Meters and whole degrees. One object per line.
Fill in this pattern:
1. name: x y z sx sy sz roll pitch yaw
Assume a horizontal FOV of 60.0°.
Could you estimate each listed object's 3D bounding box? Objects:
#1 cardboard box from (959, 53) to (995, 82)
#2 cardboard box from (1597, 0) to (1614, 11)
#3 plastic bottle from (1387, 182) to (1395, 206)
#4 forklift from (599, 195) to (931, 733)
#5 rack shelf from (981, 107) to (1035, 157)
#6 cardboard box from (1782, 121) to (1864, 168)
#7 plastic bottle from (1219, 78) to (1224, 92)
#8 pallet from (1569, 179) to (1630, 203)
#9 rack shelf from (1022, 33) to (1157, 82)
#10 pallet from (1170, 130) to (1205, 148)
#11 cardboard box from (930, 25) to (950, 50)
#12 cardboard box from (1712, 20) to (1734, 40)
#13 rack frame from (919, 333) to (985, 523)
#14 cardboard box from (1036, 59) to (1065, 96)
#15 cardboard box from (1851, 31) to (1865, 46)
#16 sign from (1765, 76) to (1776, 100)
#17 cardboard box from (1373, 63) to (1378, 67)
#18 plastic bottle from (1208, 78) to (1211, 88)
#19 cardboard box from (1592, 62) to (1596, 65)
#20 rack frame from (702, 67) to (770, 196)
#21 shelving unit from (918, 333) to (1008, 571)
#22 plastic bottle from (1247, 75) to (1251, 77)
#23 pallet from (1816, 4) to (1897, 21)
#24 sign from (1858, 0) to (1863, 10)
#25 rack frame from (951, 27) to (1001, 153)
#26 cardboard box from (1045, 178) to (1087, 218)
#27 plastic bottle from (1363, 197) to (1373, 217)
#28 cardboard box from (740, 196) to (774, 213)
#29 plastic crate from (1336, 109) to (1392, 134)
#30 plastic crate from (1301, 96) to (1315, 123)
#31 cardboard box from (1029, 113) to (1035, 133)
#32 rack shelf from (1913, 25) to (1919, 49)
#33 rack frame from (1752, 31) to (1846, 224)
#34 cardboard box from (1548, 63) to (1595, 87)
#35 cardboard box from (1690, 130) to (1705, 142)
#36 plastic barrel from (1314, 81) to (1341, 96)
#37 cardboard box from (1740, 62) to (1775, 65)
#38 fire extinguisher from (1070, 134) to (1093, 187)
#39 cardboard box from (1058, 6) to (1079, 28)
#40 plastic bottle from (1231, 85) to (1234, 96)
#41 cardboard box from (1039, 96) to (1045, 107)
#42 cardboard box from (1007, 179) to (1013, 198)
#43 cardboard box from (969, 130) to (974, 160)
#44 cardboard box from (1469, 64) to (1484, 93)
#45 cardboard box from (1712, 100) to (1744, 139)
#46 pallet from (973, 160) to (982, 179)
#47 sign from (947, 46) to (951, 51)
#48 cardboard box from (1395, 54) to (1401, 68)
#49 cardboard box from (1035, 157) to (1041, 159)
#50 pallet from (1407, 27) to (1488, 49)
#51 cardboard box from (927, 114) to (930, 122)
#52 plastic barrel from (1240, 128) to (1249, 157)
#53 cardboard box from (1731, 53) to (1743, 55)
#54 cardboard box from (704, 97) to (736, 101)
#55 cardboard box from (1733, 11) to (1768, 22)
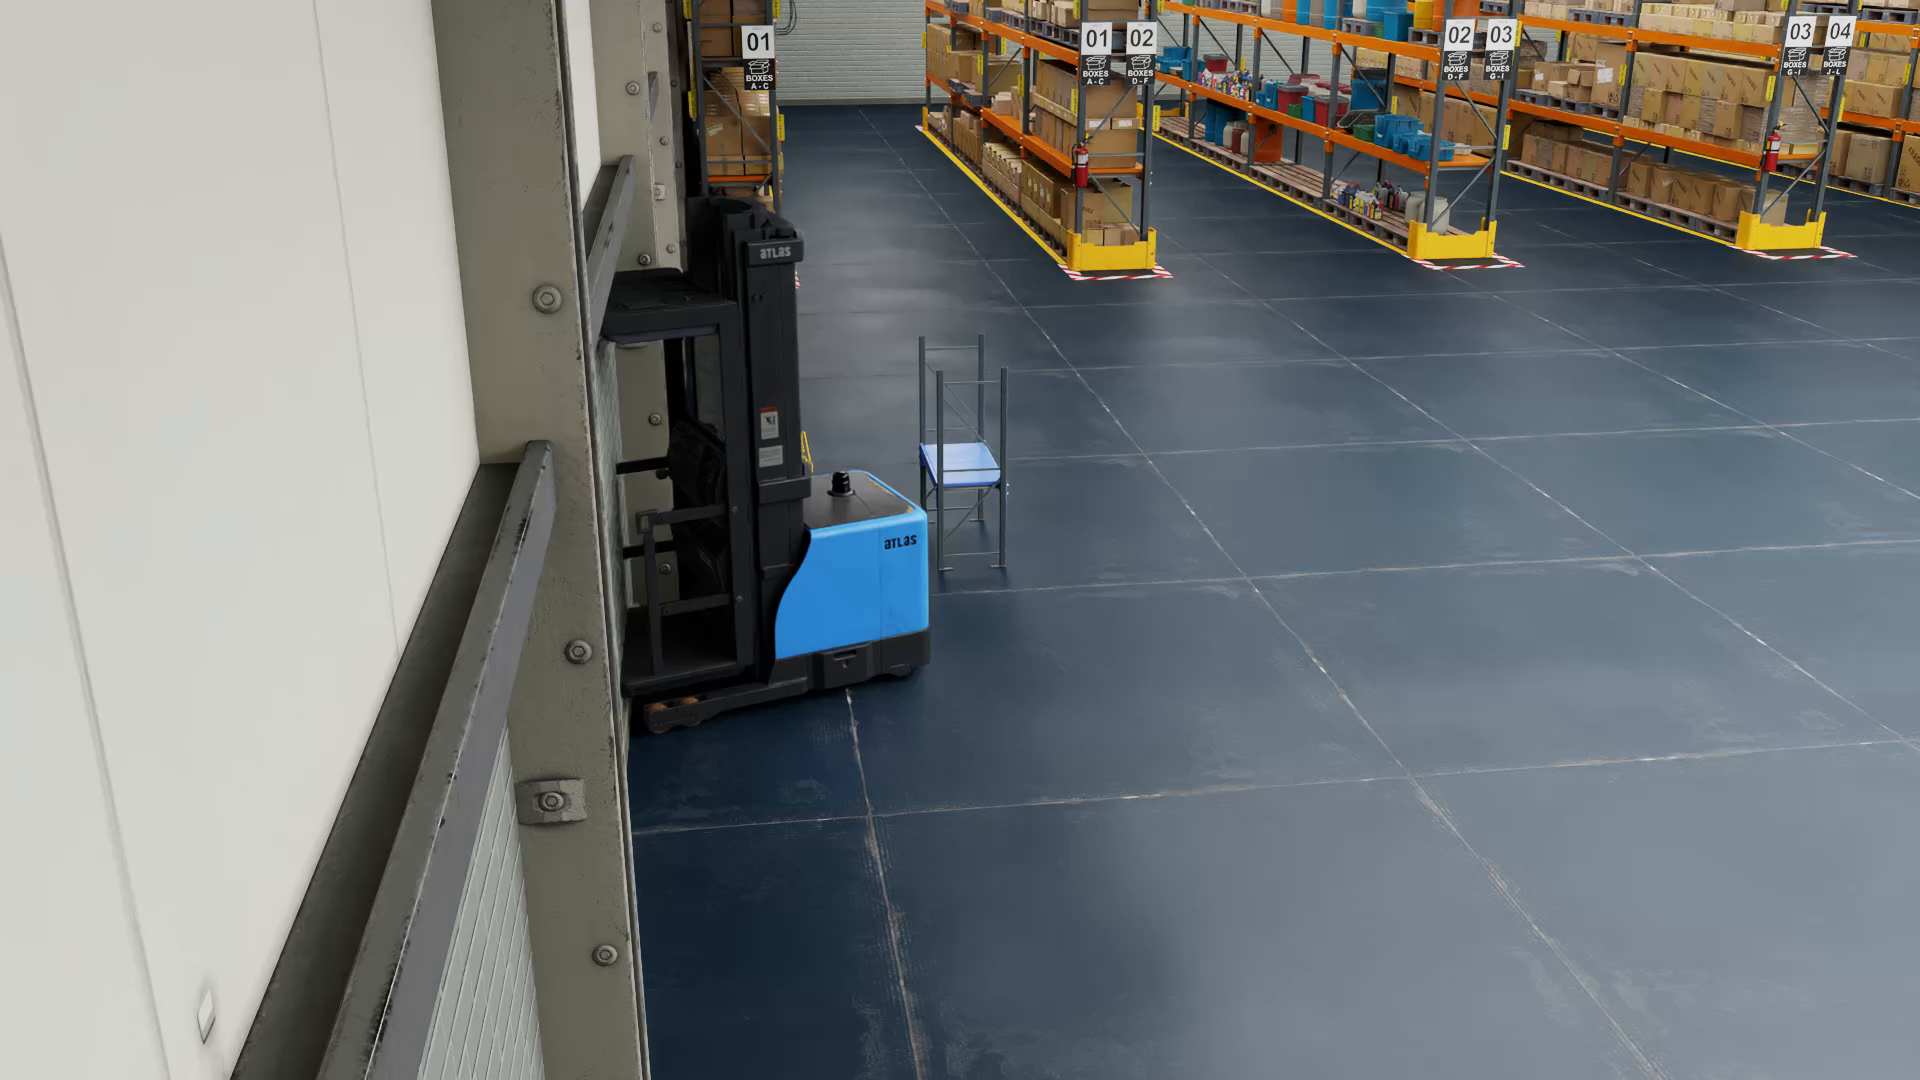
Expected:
1. cardboard box: 0.330 -9.119 32.100 0.700 0.500 0.500 0 20 1
2. cardboard box: 11.171 -9.158 27.914 0.797 0.503 0.637 -2 21 -6
3. plastic bottle: 6.782 -5.454 26.189 0.144 0.351 0.185 -4 21 -10
4. forklift: -1.734 -0.457 9.749 3.031 2.935 1.130 -10 23 -25
5. rack shelf: 1.186 -6.871 27.853 1.077 0.370 4.000 -3 21 -8
6. cardboard box: 15.752 -7.239 30.425 1.050 0.750 0.750 -3 21 -7
7. plastic bottle: 5.084 -8.818 32.222 0.097 0.271 0.097 0 20 0
8. pallet: 11.164 -5.977 28.417 1.003 0.211 1.213 -3 21 -8
9. rack shelf: 1.763 -6.891 23.621 1.077 0.370 4.000 -3 21 -8
10. pallet: 5.079 -8.480 35.119 1.003 0.211 1.213 -3 21 -8
11. cardboard box: -0.369 -10.838 35.875 0.500 0.500 0.500 -3 21 -7
12. cardboard box: 11.393 -7.468 24.352 0.500 0.250 0.500 -2 21 -7
13. rack frame: -0.061 -0.849 12.846 0.500 1.500 0.032 -3 21 -8
14. cardboard box: 1.545 -7.017 25.219 0.700 0.500 0.500 -3 21 -7
15. cardboard box: 19.590 -10.948 36.170 0.500 0.500 0.500 -3 21 -8
16. sign: 11.302 -6.298 23.185 0.100 0.325 0.005 -3 21 -8
17. cardboard box: 9.423 -10.556 37.050 0.380 0.149 0.250 -3 21 -9
18. plastic bottle: 4.970 -9.059 32.969 0.097 0.201 0.097 0 20 0
19. cardboard box: 14.452 -10.691 37.411 0.380 0.149 0.250 -3 21 -9
20. rack frame: -3.427 -6.264 25.201 1.000 3.000 0.127 -3 21 -8
21. shelving unit: 0.012 -0.673 12.375 0.538 1.500 1.048 -3 21 -8
22. plastic bottle: 5.726 -9.054 32.849 0.152 0.276 0.135 -3 21 -8
23. pallet: 15.933 -9.323 29.374 1.003 0.211 1.213 -2 21 -5
24. sign: 12.391 -7.471 22.895 0.100 0.325 0.005 -3 21 -8
25. rack frame: 0.321 -9.285 33.290 1.000 3.000 0.127 -3 21 -8
26. cardboard box: 1.521 -4.907 23.824 0.500 0.500 0.500 -3 21 -8
27. plastic bottle: 6.225 -5.060 25.240 0.152 0.276 0.135 -3 21 -9
28. cardboard box: -2.999 -4.612 23.722 0.700 0.500 0.500 -4 21 -11
29. plastic crate: 6.326 -6.547 26.047 0.767 0.338 0.504 -3 21 -8
30. plastic crate: 5.910 -7.123 27.522 0.392 0.384 0.575 -3 21 -8
31. cardboard box: 1.360 -6.613 26.350 0.500 0.250 0.500 -2 21 -4
32. rack shelf: 16.489 -7.605 25.531 1.077 0.370 4.000 -3 21 -8
33. rack frame: 11.854 -5.629 23.500 1.000 3.000 0.127 -3 21 -8
34. cardboard box: 10.998 -8.269 29.826 0.700 0.500 0.500 0 20 0
35. cardboard box: 11.289 -6.113 25.156 0.380 0.149 0.250 -3 21 -8
36. plastic barrel: 6.288 -7.574 28.513 0.433 0.535 0.433 0 20 0
37. cardboard box: 11.906 -6.834 24.730 0.500 0.500 0.500 -3 21 -8
38. fire extinguisher: 1.608 -5.030 22.007 0.296 0.674 0.183 -3 21 -8
39. cardboard box: 1.624 -7.113 22.601 0.500 0.250 0.500 -3 21 -8
40. plastic bottle: 5.190 -8.531 31.554 0.097 0.201 0.097 0 20 0
41. cardboard box: 1.397 -6.587 24.995 0.380 0.149 0.250 -3 21 -9
42. cardboard box: 1.057 -5.728 27.096 0.500 0.250 0.500 -3 21 -9
43. cardboard box: 0.457 -7.427 31.257 0.500 0.500 0.500 -4 21 -10
44. cardboard box: 10.241 -8.956 32.266 0.500 0.500 0.500 -4 21 -10
45. cardboard box: 11.612 -6.174 24.391 0.875 0.500 0.500 -3 21 -8
46. pallet: 0.828 -6.854 30.767 1.003 0.211 1.213 -3 21 -8
47. sign: -0.215 -9.661 33.058 0.100 0.325 0.005 -3 21 -8
48. cardboard box: 9.651 -10.348 35.924 0.500 0.250 0.500 -2 21 -7
49. cardboard box: 1.519 -6.195 27.544 0.500 0.311 0.500 -4 21 -10
50. pallet: 6.931 -6.987 23.119 1.003 0.211 1.213 -3 21 -8
51. cardboard box: -0.535 -9.378 36.985 0.380 0.149 0.250 -3 21 -8
52. plastic barrel: 5.543 -7.540 31.571 0.421 0.512 0.421 0 20 0
53. cardboard box: 15.558 -9.596 33.031 0.380 0.149 0.250 -2 21 -6
54. cardboard box: -3.429 -6.029 23.686 0.500 0.500 0.500 -2 21 -6
55. cardboard box: 11.464 -7.594 24.118 0.380 0.149 0.250 -3 21 -7
